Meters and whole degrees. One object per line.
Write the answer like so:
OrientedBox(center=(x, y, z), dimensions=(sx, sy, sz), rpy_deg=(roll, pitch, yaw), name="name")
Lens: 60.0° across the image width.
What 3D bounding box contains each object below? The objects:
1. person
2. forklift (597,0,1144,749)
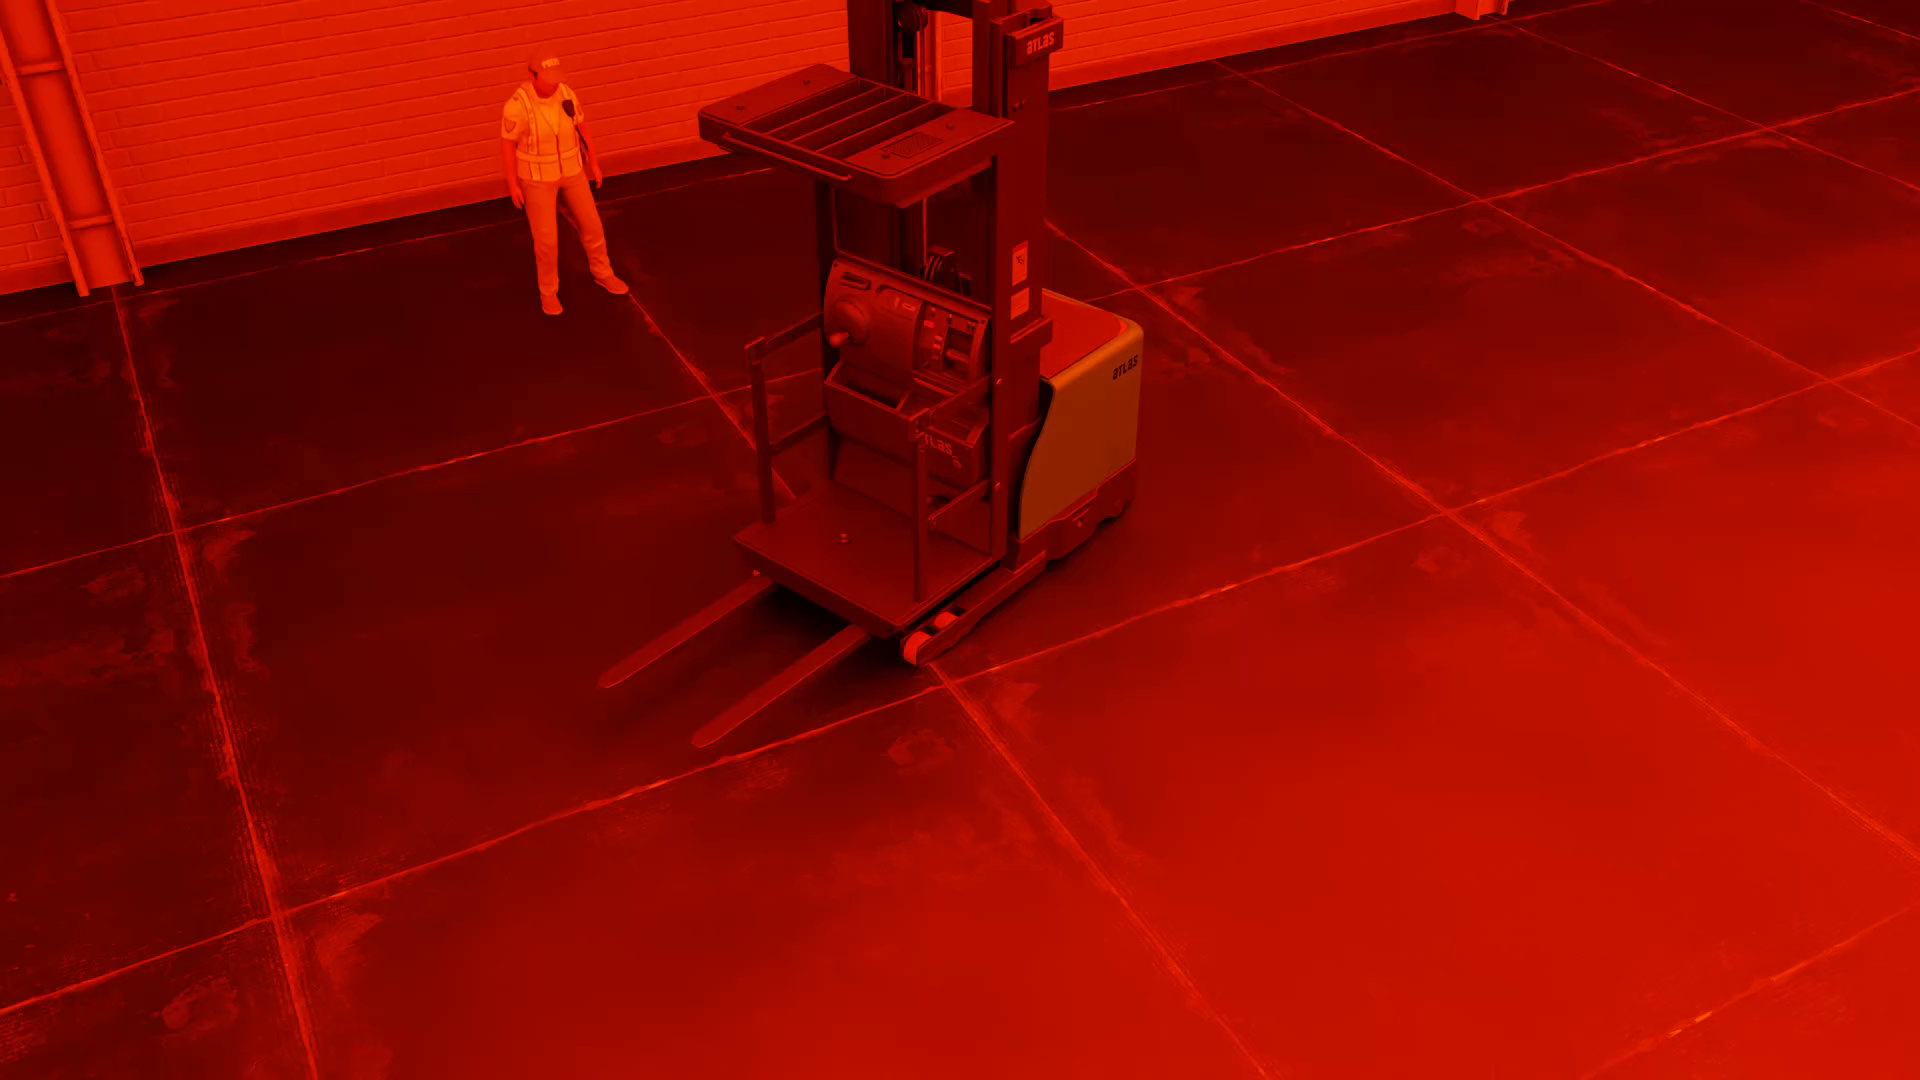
OrientedBox(center=(-2.526, -2.277, 10.452), dimensions=(0.642, 1.659, 0.470), rpy_deg=(-25, 42, -31), name="person")
OrientedBox(center=(-0.390, -0.927, 7.434), dimensions=(1.130, 2.935, 3.031), rpy_deg=(26, 43, 31), name="forklift")
